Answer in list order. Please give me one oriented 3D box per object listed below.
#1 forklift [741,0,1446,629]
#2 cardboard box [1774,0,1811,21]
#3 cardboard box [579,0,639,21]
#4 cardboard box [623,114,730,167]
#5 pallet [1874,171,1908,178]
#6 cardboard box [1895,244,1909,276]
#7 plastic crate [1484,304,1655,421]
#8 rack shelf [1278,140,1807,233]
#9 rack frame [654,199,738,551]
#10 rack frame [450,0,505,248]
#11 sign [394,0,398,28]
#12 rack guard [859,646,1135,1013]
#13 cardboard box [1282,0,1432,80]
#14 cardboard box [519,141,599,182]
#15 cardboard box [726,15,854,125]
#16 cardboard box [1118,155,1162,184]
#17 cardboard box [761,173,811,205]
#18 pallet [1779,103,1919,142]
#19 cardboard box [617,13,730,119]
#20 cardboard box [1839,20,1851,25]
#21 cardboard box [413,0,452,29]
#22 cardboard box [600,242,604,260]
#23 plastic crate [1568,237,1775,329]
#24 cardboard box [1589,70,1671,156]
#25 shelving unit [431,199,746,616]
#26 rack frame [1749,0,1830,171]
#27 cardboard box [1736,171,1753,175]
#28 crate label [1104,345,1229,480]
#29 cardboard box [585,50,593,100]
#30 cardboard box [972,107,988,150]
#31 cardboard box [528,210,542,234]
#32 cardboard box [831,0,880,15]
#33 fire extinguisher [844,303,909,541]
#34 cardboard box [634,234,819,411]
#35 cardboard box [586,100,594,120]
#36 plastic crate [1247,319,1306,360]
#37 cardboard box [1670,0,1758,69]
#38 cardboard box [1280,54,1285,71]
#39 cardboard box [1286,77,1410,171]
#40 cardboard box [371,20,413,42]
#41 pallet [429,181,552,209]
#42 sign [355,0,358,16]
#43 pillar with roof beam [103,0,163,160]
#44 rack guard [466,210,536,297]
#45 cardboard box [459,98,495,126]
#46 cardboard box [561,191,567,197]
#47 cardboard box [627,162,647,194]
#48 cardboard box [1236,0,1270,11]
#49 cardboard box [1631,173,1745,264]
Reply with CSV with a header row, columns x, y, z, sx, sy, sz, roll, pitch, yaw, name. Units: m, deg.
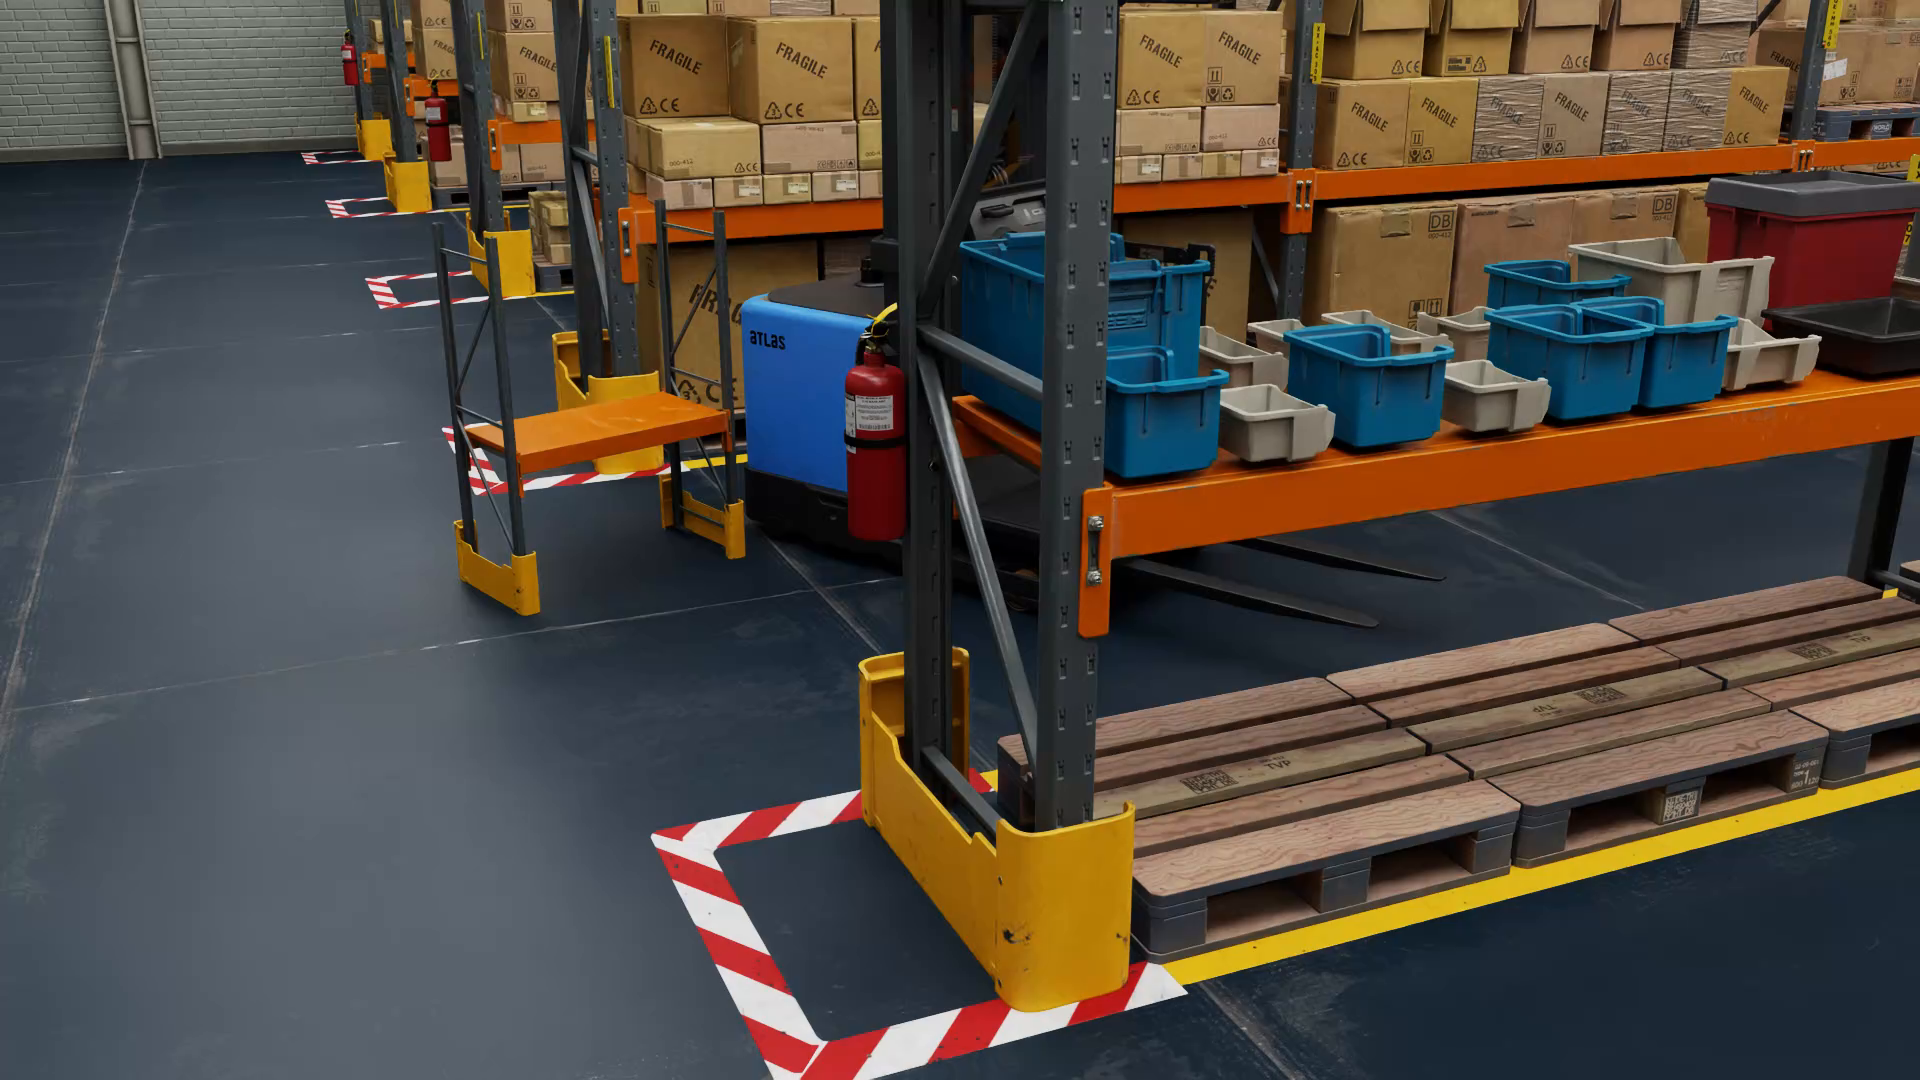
x,y,z,sx,sy,sz,roll,pitch,yaw,name
0.492,-1.255,6.673,3.031,2.935,1.130,15,24,35,forklift
8.630,-5.803,17.634,0.550,0.550,0.875,-8,21,-22,cardboard box
-2.772,-4.175,12.758,0.500,0.500,0.500,-8,21,-20,cardboard box
-1.538,-2.157,8.911,0.500,0.250,0.500,-9,21,-23,cardboard box
10.238,-4.129,18.933,1.213,0.211,1.003,-8,21,-22,pallet
6.579,-2.195,12.341,0.500,0.500,0.700,-10,22,-26,cardboard box
1.650,-0.487,4.552,0.300,0.233,0.416,-8,21,-22,plastic crate
3.631,-2.393,10.886,4.000,0.370,1.077,-8,21,-22,rack shelf
-1.146,-0.706,7.269,0.032,1.500,0.500,-16,25,-39,rack frame
-3.750,-3.469,12.858,0.127,3.000,1.000,-8,21,-22,rack frame
-5.589,-5.241,16.468,0.005,0.325,0.100,-8,21,-22,sign
0.067,0.753,4.630,0.348,0.500,1.175,-8,21,-22,rack guard
2.378,-3.076,10.082,0.637,0.503,0.797,-9,21,-23,cardboard box
-4.400,-4.195,18.146,0.875,0.438,0.875,-8,21,-20,cardboard box
-0.872,-2.413,8.508,0.500,0.500,0.500,-9,21,-23,cardboard box
0.936,-2.109,9.375,0.250,0.149,0.380,-8,21,-21,cardboard box
-0.952,-1.839,8.606,0.250,0.149,0.380,-9,21,-23,cardboard box
6.080,-3.031,11.904,1.003,0.211,1.213,-8,21,-22,pallet
-1.535,-2.511,8.785,0.500,0.500,0.500,-8,21,-21,cardboard box
9.088,-5.385,18.074,0.500,0.550,0.875,-8,21,-22,cardboard box
-5.250,-5.460,16.857,0.500,0.500,0.500,-9,21,-23,cardboard box
-2.934,-2.353,13.349,0.250,0.149,0.380,-8,21,-22,cardboard box
2.281,-0.787,5.328,0.530,0.282,0.437,-8,21,-22,plastic crate
4.177,-2.769,10.720,0.500,0.500,0.500,-9,21,-24,cardboard box
-1.533,-0.592,6.946,1.083,1.500,0.587,-16,25,-39,shelving unit
5.467,-2.996,11.513,0.127,3.000,1.000,-8,21,-22,rack frame
7.874,-4.305,17.799,0.875,0.875,0.875,-8,21,-21,cardboard box
0.441,-0.314,4.060,0.303,0.233,0.416,-8,21,-22,crate label
-2.747,-3.710,12.942,0.500,0.500,0.500,-8,21,-22,cardboard box
0.084,-2.199,9.030,0.500,0.250,0.500,-9,21,-23,cardboard box
-3.379,-2.619,13.657,0.250,0.149,0.380,-9,21,-23,cardboard box
-0.874,-4.440,13.513,0.500,0.500,0.500,-9,21,-24,cardboard box
-0.235,-0.339,4.647,0.183,0.674,0.296,-8,21,-22,fire extinguisher
-1.322,-1.248,9.116,0.875,0.875,0.875,-8,21,-22,cardboard box
-2.837,-3.358,12.922,0.250,0.149,0.380,-9,21,-23,cardboard box
1.032,-0.533,4.826,0.243,0.136,0.396,-8,21,-22,plastic crate
4.790,-3.425,11.071,0.637,0.503,0.797,-7,21,-20,cardboard box
2.860,-4.330,15.049,0.250,0.149,0.380,-8,21,-21,cardboard box
2.316,-2.501,9.958,0.500,0.500,0.500,-8,21,-22,cardboard box
-7.250,-6.526,21.317,0.500,0.250,0.500,-8,21,-22,cardboard box
-5.100,-3.779,17.937,1.213,0.211,1.003,-8,21,-22,pallet
-7.558,-6.721,20.791,0.005,0.325,0.100,-8,21,-22,sign
-8.901,-7.916,16.453,0.400,9.000,9.100,-8,21,-22,pillar with roof beam
-3.680,-2.300,13.301,0.348,0.500,1.175,-8,21,-22,rack guard
-6.374,-5.650,22.183,0.500,0.500,0.700,-7,21,-20,cardboard box
-3.111,-2.766,13.624,0.250,0.149,0.380,-8,21,-21,cardboard box
-1.682,-1.972,8.984,0.250,0.149,0.380,-8,21,-21,cardboard box
3.470,-6.598,20.513,0.500,0.500,0.500,-9,21,-24,cardboard box
4.825,-2.107,11.557,0.875,0.875,1.225,-9,21,-24,cardboard box
